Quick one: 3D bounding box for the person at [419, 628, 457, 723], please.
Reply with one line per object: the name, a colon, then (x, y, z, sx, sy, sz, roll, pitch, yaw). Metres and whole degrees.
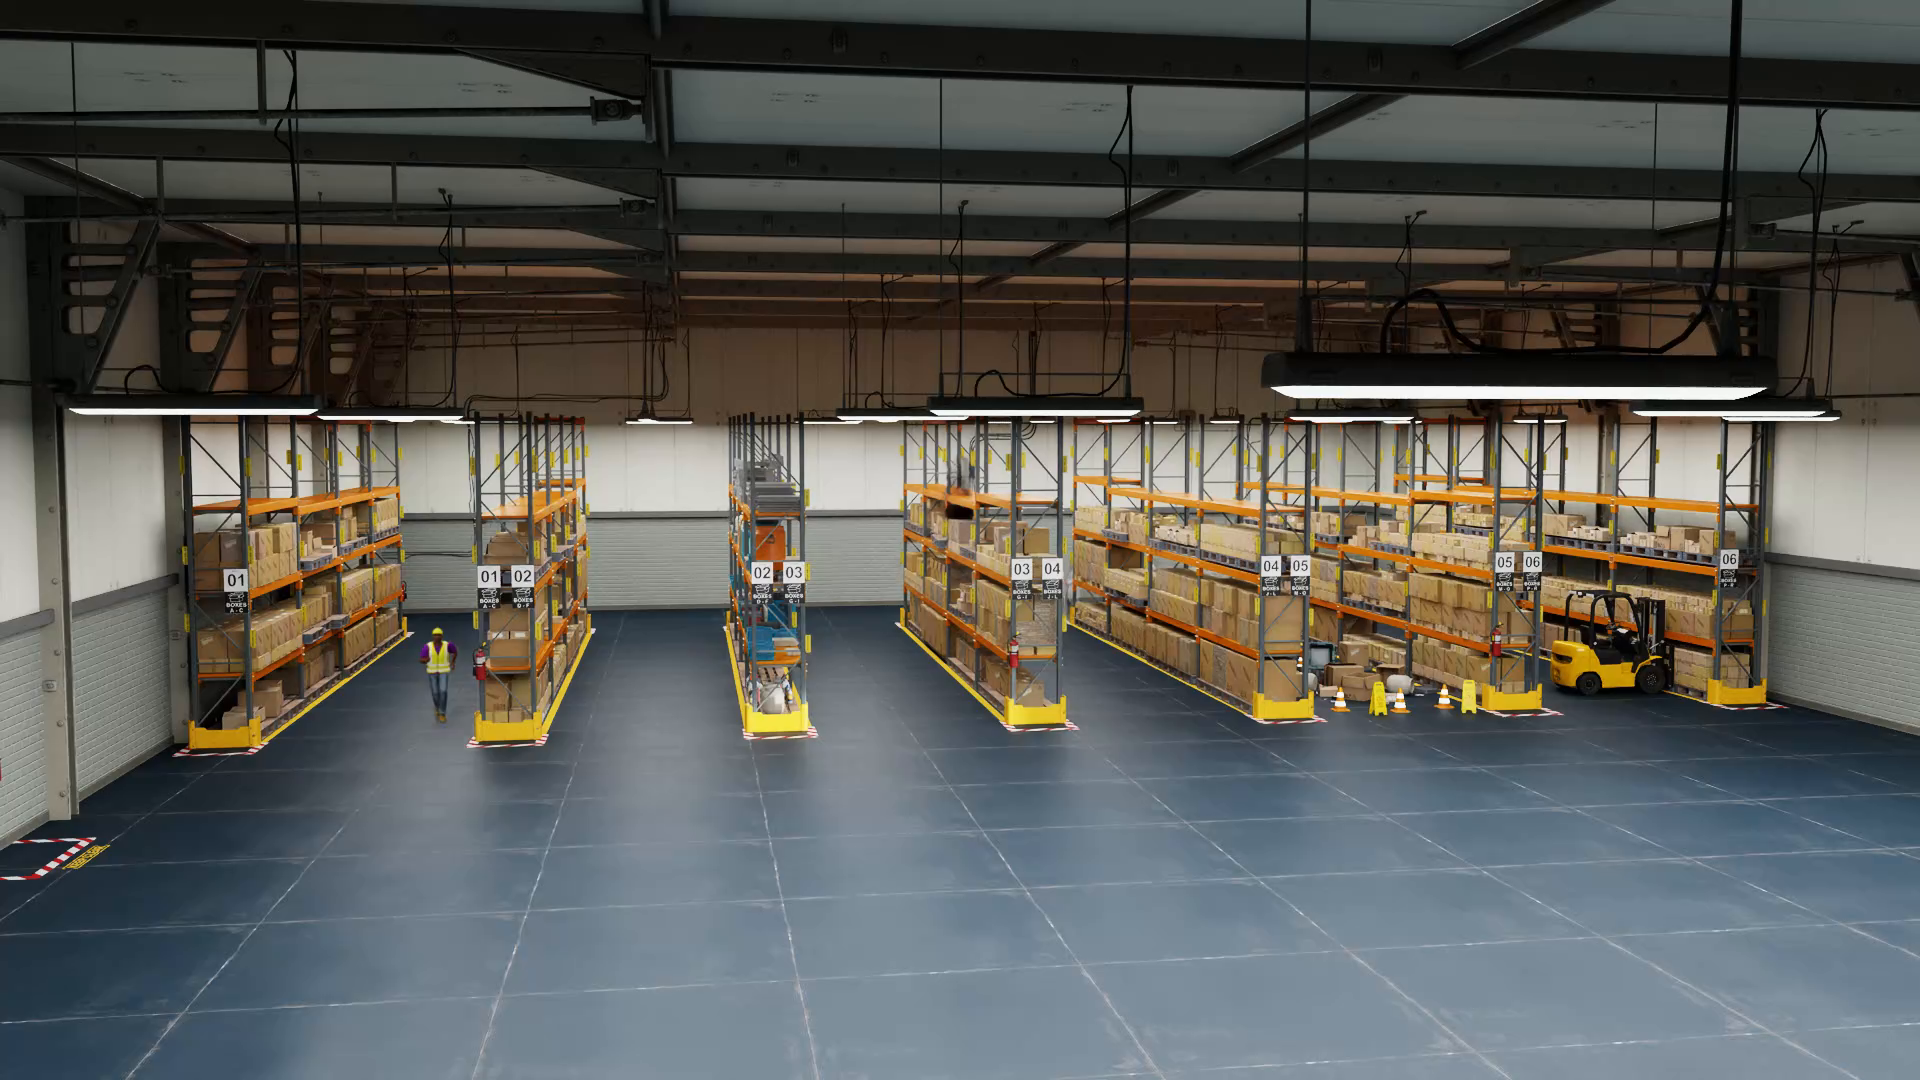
person: (-10.197, 2.615, 32.459, 0.667, 1.808, 0.845, -1, 4, -12)

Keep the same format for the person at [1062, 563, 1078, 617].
person: (3.367, 1.504, 49.369, 0.993, 1.793, 0.737, -1, 4, -17)

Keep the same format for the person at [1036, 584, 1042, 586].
person: (2.073, 1.614, 47.770, 0.722, 1.721, 0.573, 1, 4, 14)
